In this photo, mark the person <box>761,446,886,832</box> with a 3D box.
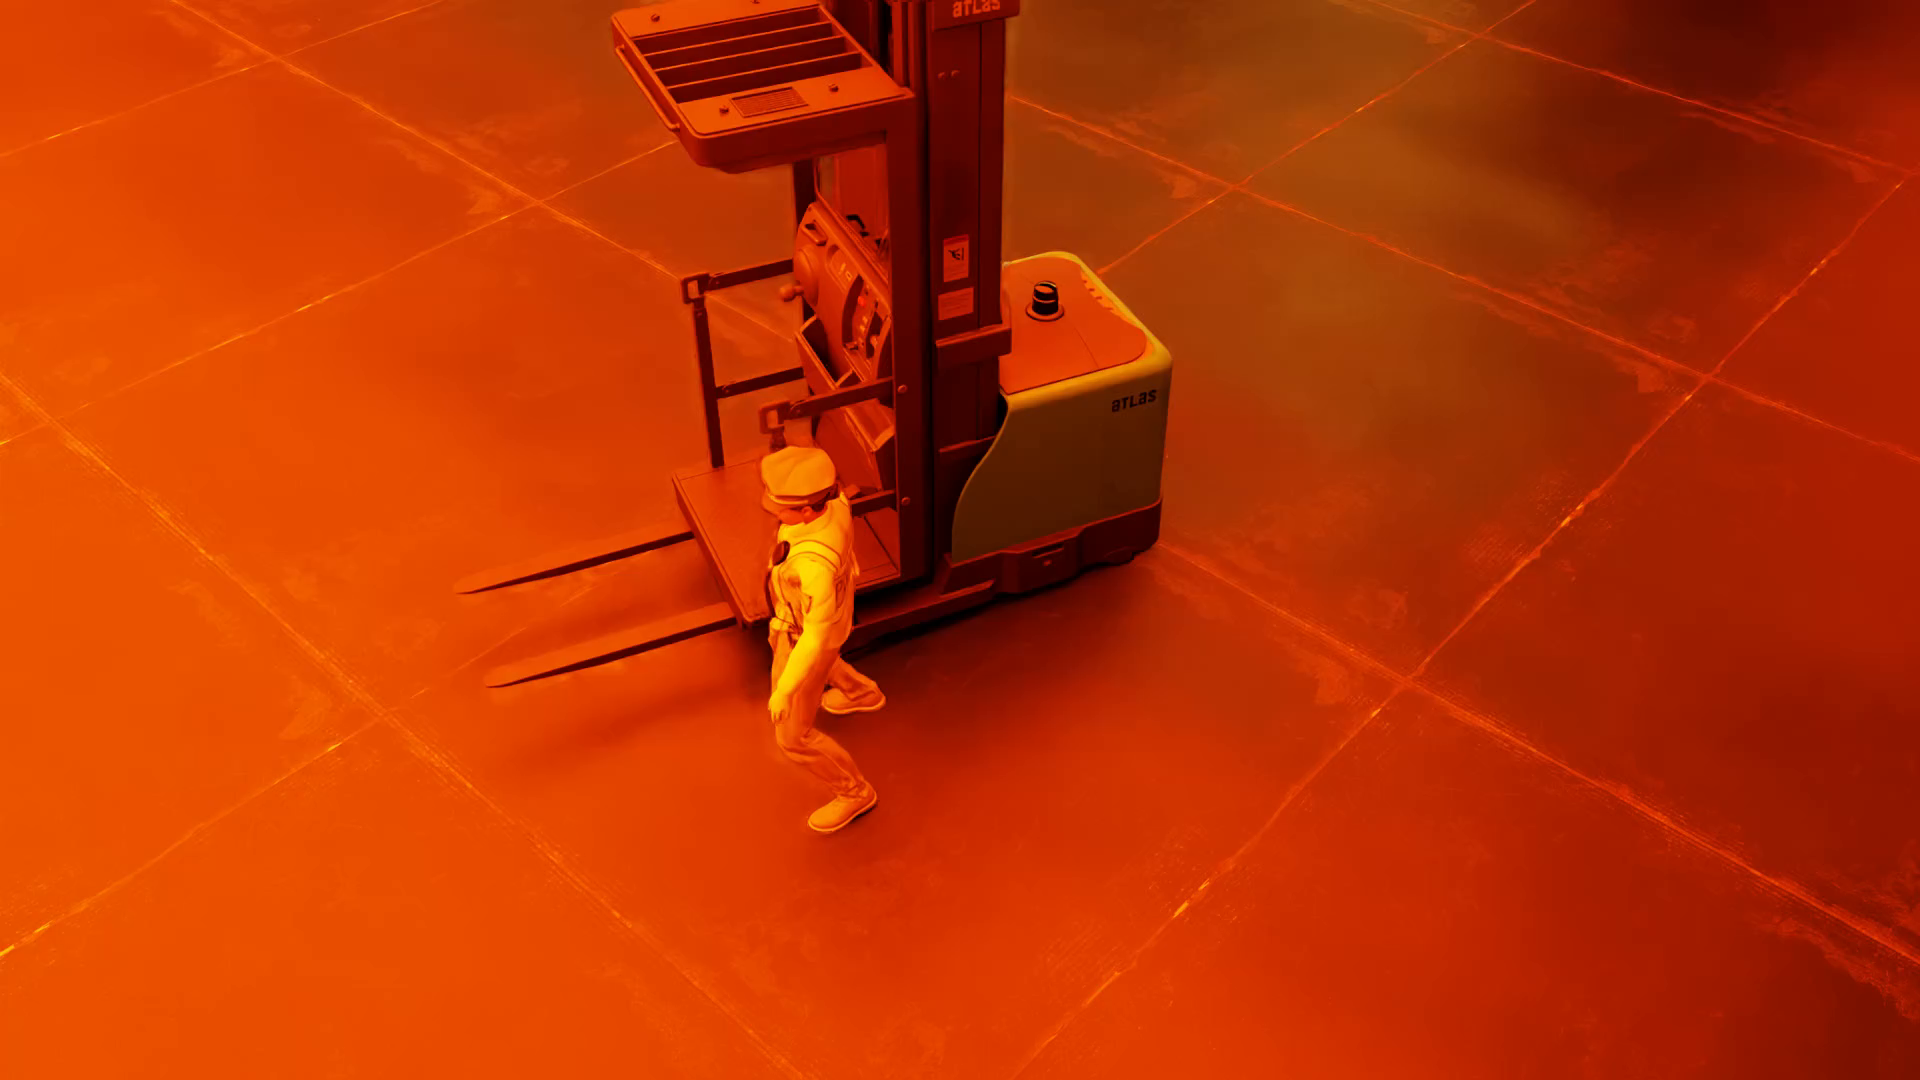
[{"bbox_3d":[-0.538,0.288,6.145,0.474,1.585,0.828,4,41,5],"label":"person"}]

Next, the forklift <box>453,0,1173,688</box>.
[{"bbox_3d":[-0.652,-0.957,6.544,3.031,2.935,1.130,-16,43,-18],"label":"forklift"}]
